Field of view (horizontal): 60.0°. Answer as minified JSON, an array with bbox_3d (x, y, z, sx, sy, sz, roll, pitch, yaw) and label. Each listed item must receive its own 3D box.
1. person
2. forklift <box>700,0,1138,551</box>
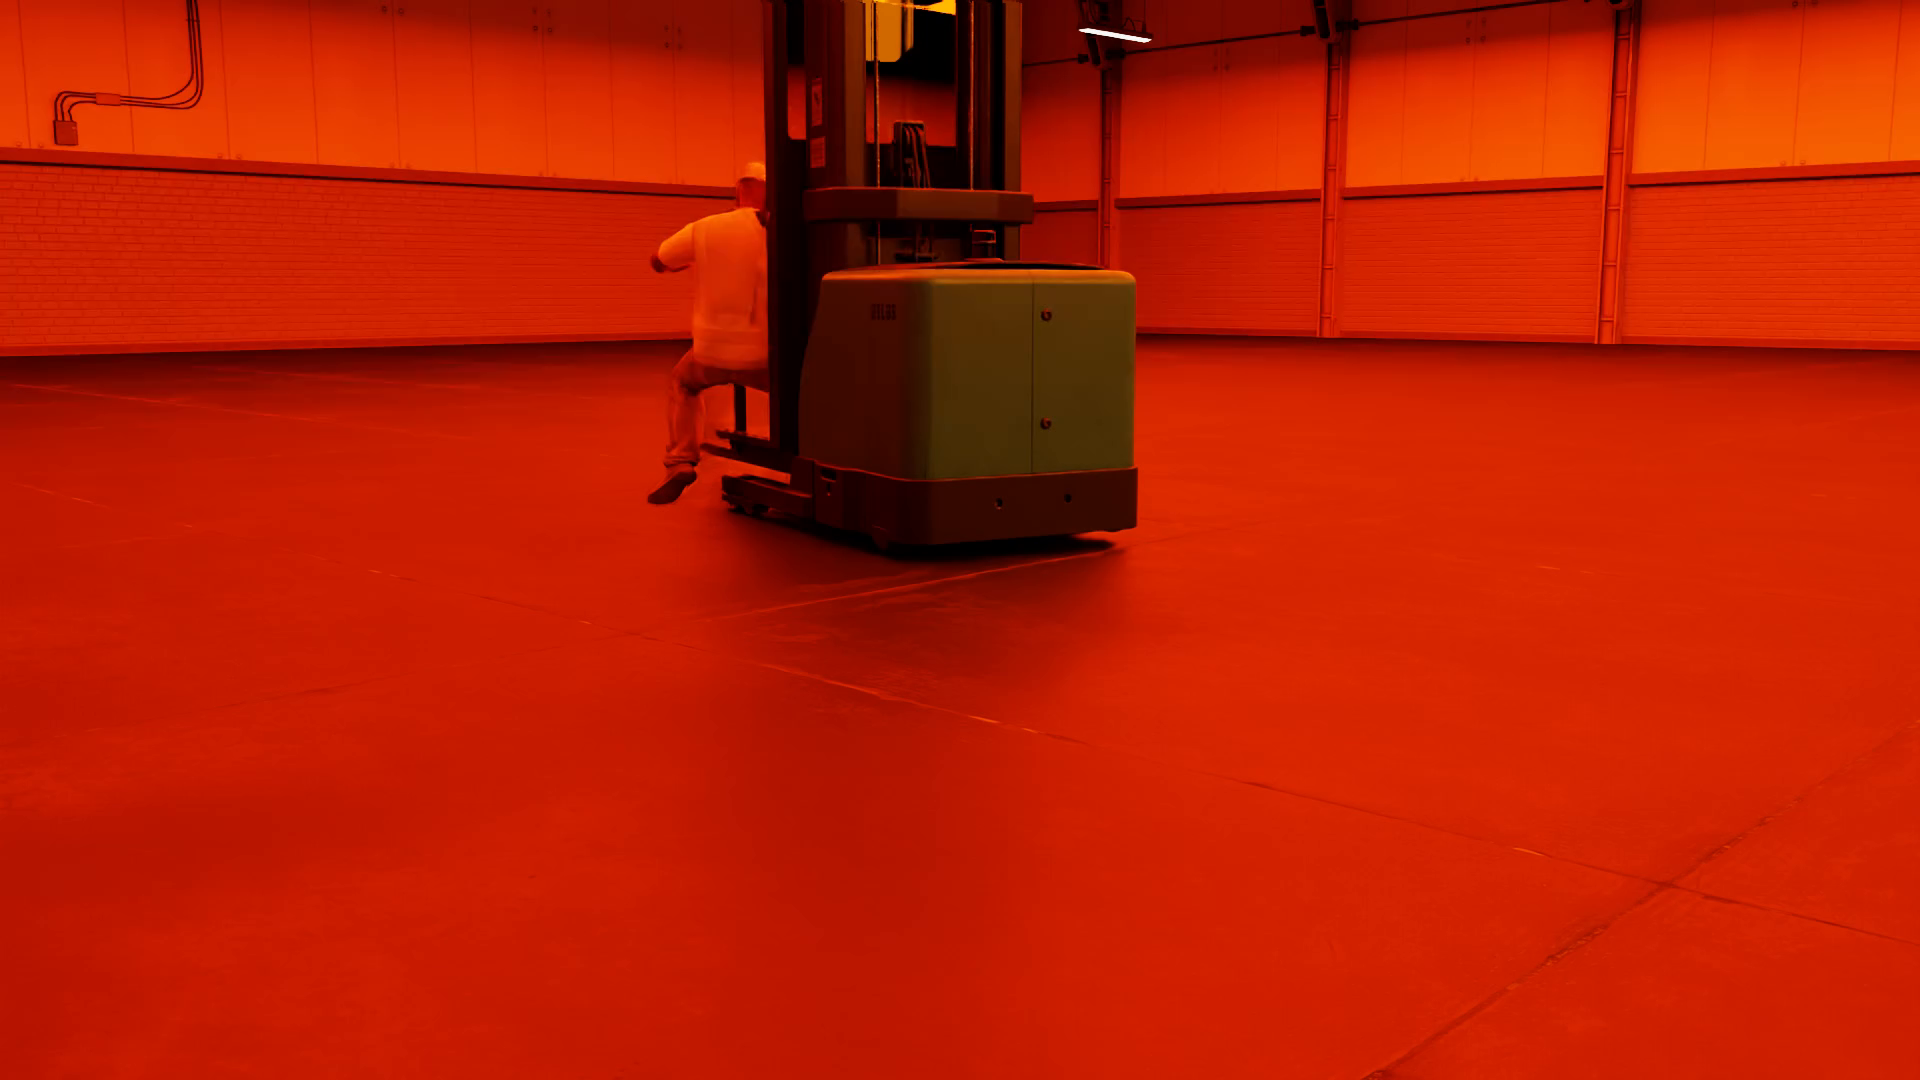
[{"bbox_3d":[-0.905,-0.918,7.539,1.076,1.545,0.737,2,9,13],"label":"person"},{"bbox_3d":[-0.439,-1.589,7.424,1.130,2.935,3.031,-5,10,-28],"label":"forklift"}]
